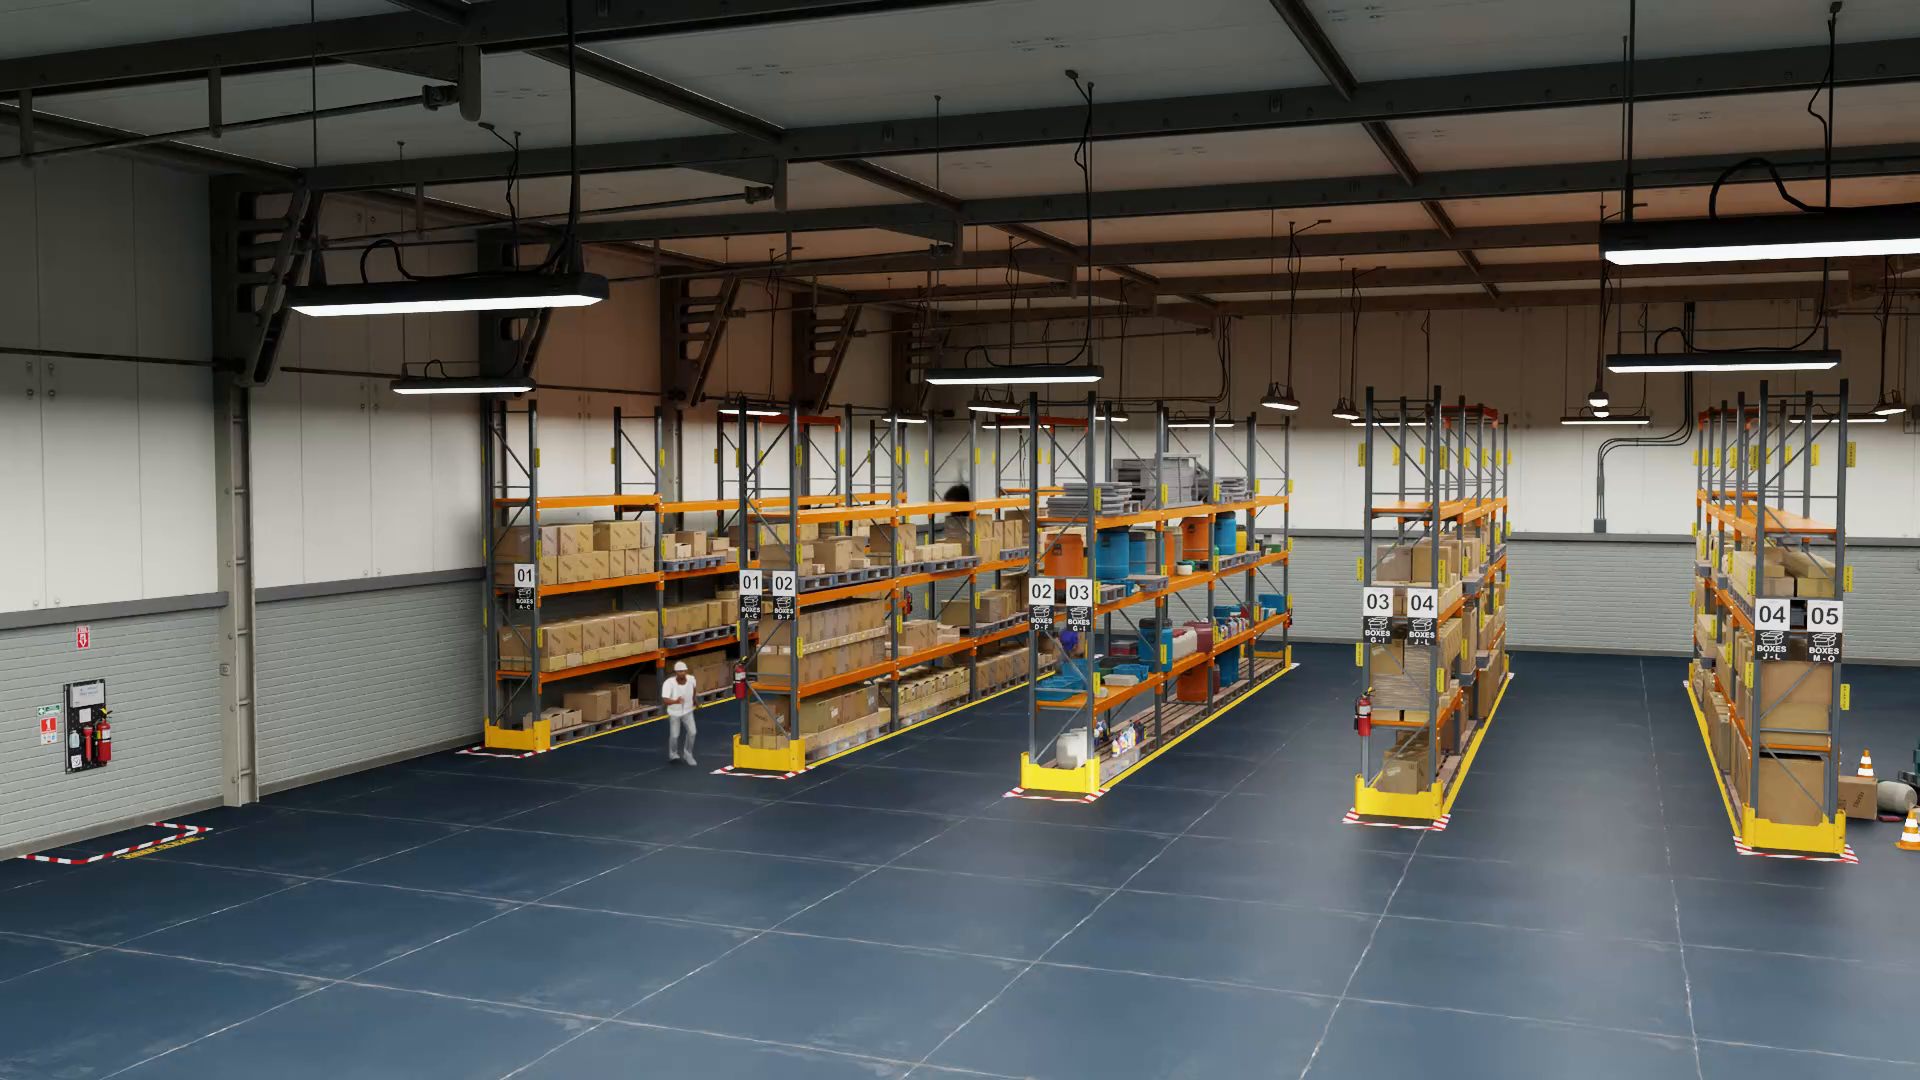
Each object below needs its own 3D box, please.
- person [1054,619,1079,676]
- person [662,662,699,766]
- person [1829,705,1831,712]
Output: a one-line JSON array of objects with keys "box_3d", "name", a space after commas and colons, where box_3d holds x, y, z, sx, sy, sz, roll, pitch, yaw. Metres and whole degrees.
[{"box_3d": [2.323, 2.450, 35.293, 0.560, 1.595, 0.731, 2, 3, 32], "name": "person"}, {"box_3d": [-4.541, 2.811, 27.015, 0.649, 1.709, 0.945, -1, 3, -22], "name": "person"}, {"box_3d": [17.026, 2.555, 32.920, 0.439, 1.646, 0.561, -2, 3, -32], "name": "person"}]
